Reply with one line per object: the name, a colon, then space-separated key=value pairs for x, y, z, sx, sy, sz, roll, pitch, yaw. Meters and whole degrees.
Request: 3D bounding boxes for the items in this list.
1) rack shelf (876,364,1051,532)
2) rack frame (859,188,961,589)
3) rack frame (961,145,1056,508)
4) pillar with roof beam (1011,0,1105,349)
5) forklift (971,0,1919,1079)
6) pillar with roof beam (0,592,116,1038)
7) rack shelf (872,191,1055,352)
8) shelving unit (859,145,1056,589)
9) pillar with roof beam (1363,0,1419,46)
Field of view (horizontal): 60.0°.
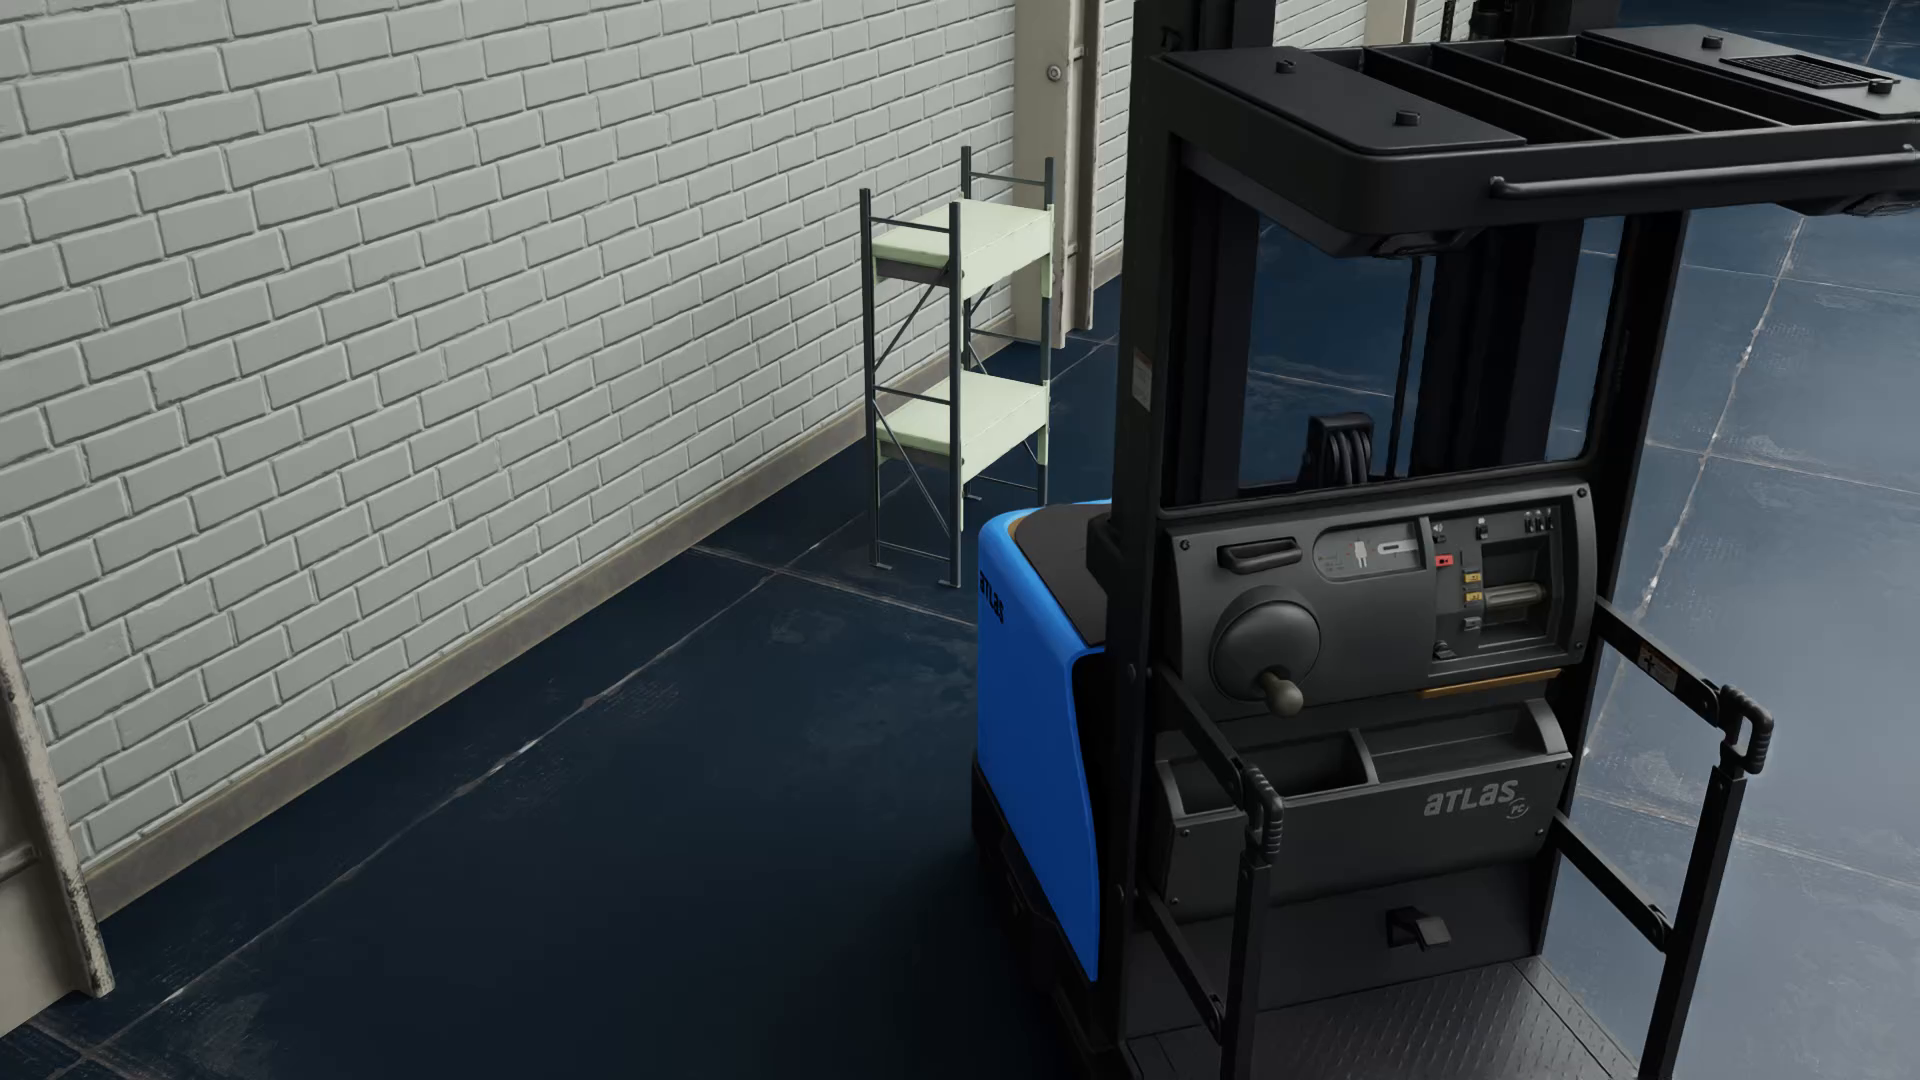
rack shelf: x=0.003 y=-0.382 z=6.565 sx=0.431 sy=0.370 sz=0.720 roll=14 pitch=30 yaw=26
rack frame: x=-0.177 y=-0.531 z=6.135 sx=0.400 sy=1.500 sz=0.023 roll=14 pitch=30 yaw=26
rack frame: x=0.183 y=-0.816 z=6.704 sx=0.400 sy=1.500 sz=0.023 roll=14 pitch=30 yaw=26
pillar with roof beam: x=4.241 y=-4.192 z=5.071 sx=9.100 sy=9.000 sz=0.400 roll=14 pitch=30 yaw=26
forklift: x=0.926 y=0.152 z=3.171 sx=1.130 sy=2.935 sz=3.031 roll=-7 pitch=27 yaw=-14
pillar with roof beam: x=1.289 y=-1.854 z=0.400 sx=9.100 sy=9.000 sz=0.400 roll=14 pitch=30 yaw=26
rack shelf: x=0.003 y=-1.022 z=6.245 sx=0.431 sy=0.370 sz=0.720 roll=14 pitch=30 yaw=26
shelving unit: x=0.003 y=-0.673 z=6.419 sx=0.431 sy=1.500 sz=0.755 roll=14 pitch=30 yaw=26
pillar with roof beam: x=7.193 y=-6.530 z=9.742 sx=9.100 sy=9.000 sz=0.400 roll=14 pitch=30 yaw=26
